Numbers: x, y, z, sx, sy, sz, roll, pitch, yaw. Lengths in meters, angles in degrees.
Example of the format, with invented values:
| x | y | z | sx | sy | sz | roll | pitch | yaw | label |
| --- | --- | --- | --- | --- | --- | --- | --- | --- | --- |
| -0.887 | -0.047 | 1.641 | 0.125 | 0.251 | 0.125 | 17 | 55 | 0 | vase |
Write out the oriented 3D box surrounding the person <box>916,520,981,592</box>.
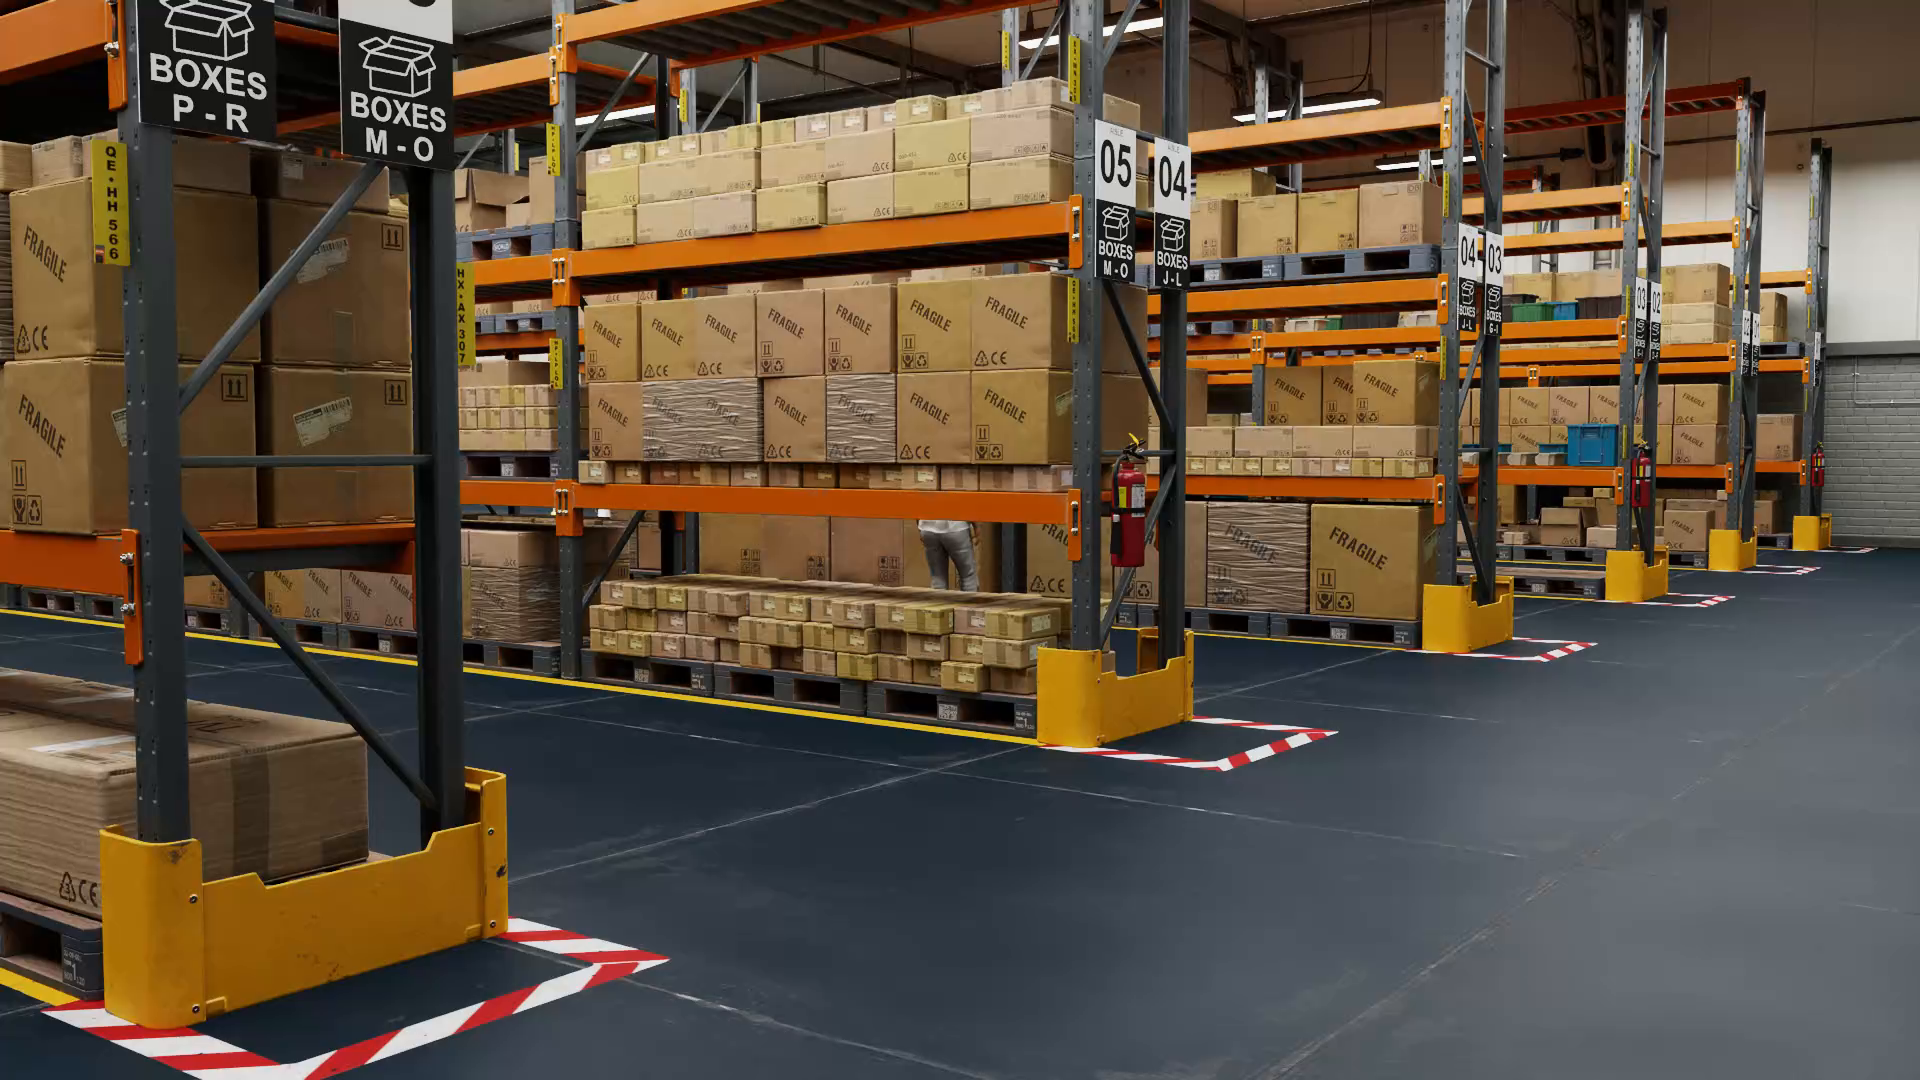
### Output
| x | y | z | sx | sy | sz | roll | pitch | yaw | label |
| --- | --- | --- | --- | --- | --- | --- | --- | --- | --- |
| -0.056 | -0.062 | 13.509 | 0.597 | 1.670 | 0.529 | 2 | 4 | 29 | person |
